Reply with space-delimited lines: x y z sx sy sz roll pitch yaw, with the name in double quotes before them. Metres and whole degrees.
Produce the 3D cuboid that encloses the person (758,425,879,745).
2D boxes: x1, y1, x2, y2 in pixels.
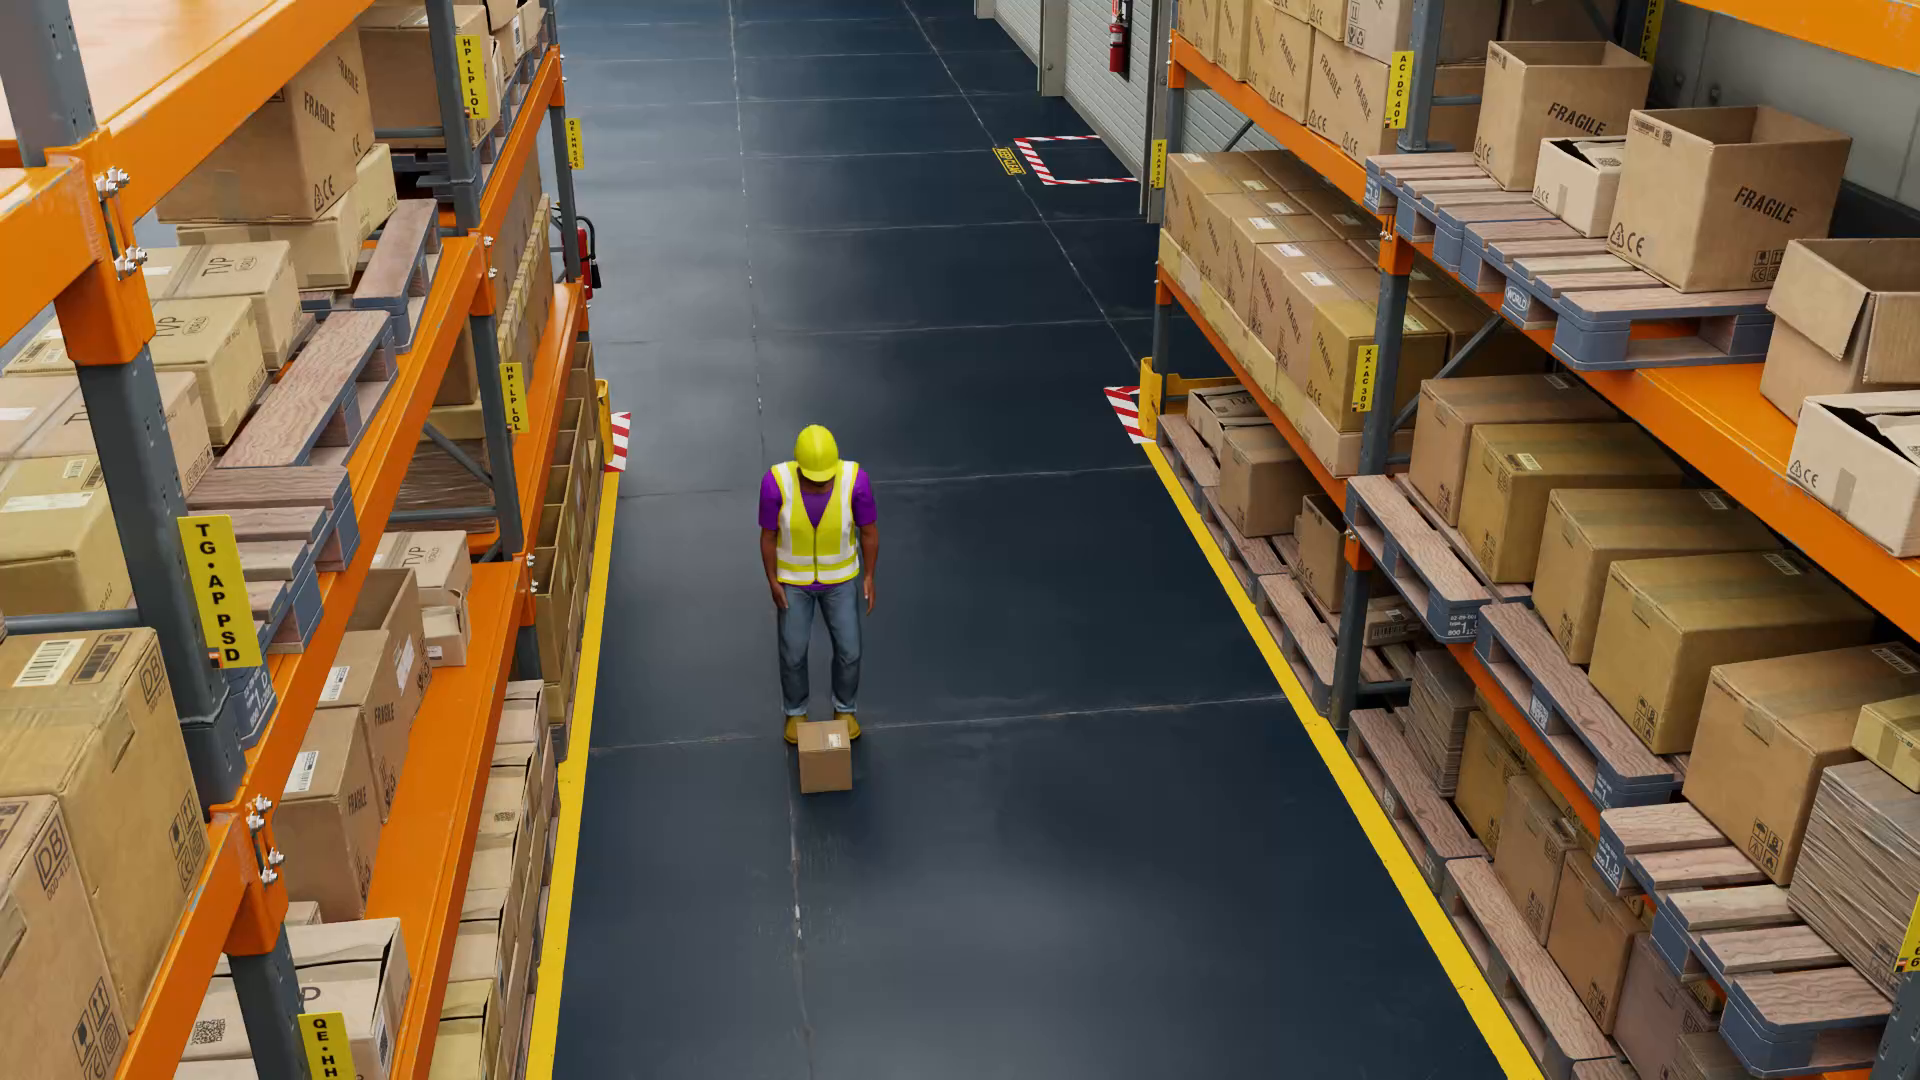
"person" -0.688 0.206 8.235 0.588 1.726 0.438 -3 27 -6
